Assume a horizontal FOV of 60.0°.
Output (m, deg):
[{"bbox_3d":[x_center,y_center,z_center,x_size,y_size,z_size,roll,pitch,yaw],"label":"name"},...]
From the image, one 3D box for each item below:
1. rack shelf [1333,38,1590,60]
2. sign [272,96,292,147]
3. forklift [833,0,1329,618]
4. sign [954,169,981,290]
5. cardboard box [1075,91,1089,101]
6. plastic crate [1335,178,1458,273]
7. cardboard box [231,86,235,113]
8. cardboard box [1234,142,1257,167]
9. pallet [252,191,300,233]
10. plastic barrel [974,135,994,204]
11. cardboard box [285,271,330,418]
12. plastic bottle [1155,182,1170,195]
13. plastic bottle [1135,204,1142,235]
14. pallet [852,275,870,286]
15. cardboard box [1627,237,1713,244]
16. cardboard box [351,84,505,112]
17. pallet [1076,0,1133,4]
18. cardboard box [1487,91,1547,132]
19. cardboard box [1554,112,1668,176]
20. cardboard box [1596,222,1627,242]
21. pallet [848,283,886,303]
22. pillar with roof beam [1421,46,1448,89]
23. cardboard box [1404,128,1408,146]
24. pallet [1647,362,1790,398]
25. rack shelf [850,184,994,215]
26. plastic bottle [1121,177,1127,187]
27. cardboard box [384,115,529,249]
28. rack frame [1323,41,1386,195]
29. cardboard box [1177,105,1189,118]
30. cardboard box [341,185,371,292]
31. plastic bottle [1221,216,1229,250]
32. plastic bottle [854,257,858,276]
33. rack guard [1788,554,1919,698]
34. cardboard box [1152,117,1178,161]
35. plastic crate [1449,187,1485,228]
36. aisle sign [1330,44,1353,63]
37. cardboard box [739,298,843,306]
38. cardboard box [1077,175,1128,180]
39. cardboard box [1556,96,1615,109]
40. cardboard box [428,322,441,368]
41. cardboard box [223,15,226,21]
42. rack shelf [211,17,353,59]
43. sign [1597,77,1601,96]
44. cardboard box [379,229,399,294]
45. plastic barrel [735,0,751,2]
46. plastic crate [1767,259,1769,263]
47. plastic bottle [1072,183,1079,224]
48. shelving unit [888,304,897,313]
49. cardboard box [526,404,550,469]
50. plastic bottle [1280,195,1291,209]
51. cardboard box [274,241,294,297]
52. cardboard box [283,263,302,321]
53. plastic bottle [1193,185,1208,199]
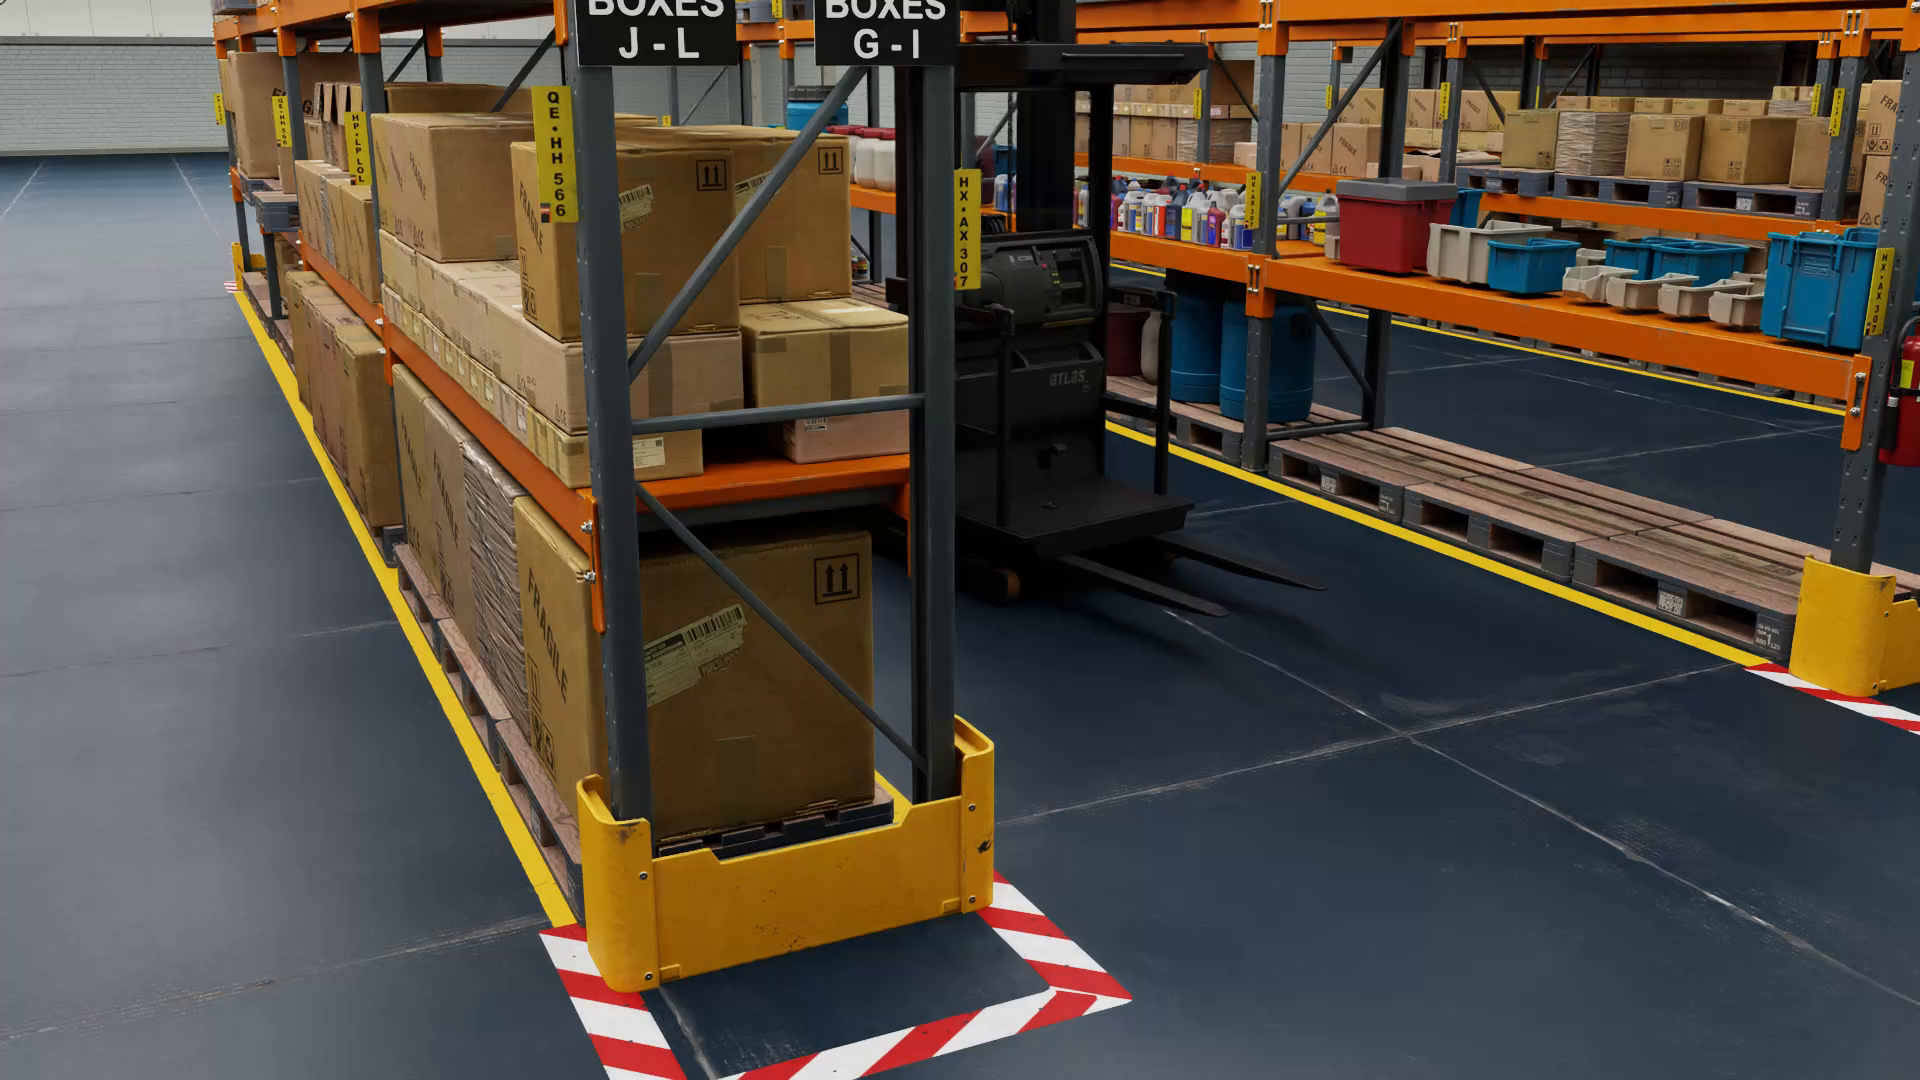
[{"bbox_3d":[6.735,-6.695,22.507,1.077,0.370,4.000,-8,18,-25],"label":"rack shelf"},{"bbox_3d":[-4.478,-2.766,10.995,0.100,0.325,0.005,-8,18,-25],"label":"sign"},{"bbox_3d":[0.437,-1.269,7.858,1.130,2.935,3.031,-12,20,-35],"label":"forklift"},{"bbox_3d":[0.012,-0.851,4.566,0.100,0.325,0.005,-8,18,-25],"label":"sign"},{"bbox_3d":[1.859,-5.906,21.361,0.700,0.500,0.500,-8,18,-26],"label":"cardboard box"},{"bbox_3d":[2.376,-1.730,9.115,0.402,0.464,0.583,-8,18,-25],"label":"plastic crate"},{"bbox_3d":[-6.630,-4.305,15.780,0.500,0.500,0.500,-8,18,-25],"label":"cardboard box"},{"bbox_3d":[3.415,-4.314,18.618,0.500,0.250,0.500,-6,17,-21],"label":"cardboard box"},{"bbox_3d":[-4.402,-2.387,11.977,1.213,0.211,1.003,-8,18,-25],"label":"pallet"},{"bbox_3d":[-0.018,-3.057,13.720,0.600,0.536,0.708,-8,18,-25],"label":"plastic barrel"},{"bbox_3d":[-3.711,-1.322,11.010,1.225,0.875,0.875,-9,18,-27],"label":"cardboard box"},{"bbox_3d":[1.471,-2.462,12.104,0.061,0.283,0.133,-8,18,-25],"label":"plastic bottle"},{"bbox_3d":[1.232,-2.159,11.198,0.097,0.201,0.097,0,16,0],"label":"plastic bottle"},{"bbox_3d":[-1.551,-2.737,17.904,1.003,0.211,1.213,-8,18,-25],"label":"pallet"},{"bbox_3d":[6.013,-2.412,14.091,0.500,0.250,0.500,-8,18,-26],"label":"cardboard box"},{"bbox_3d":[-2.820,-2.182,8.918,0.797,0.503,0.637,-7,18,-24],"label":"cardboard box"},{"bbox_3d":[1.279,-3.736,11.237,1.003,0.211,1.213,-8,18,-25],"label":"pallet"},{"bbox_3d":[7.126,-5.480,21.286,0.500,0.500,0.500,-8,18,-25],"label":"cardboard box"},{"bbox_3d":[5.518,-3.369,14.109,0.700,0.500,0.500,-4,17,-14],"label":"cardboard box"},{"bbox_3d":[8.220,-3.810,20.324,0.700,0.500,0.500,-8,18,-26],"label":"cardboard box"},{"bbox_3d":[-0.916,-2.375,16.644,1.003,0.211,1.213,-8,18,-25],"label":"pallet"},{"bbox_3d":[3.073,-8.389,21.669,9.100,9.000,0.400,-8,18,-25],"label":"pillar with roof beam"},{"bbox_3d":[6.245,-5.619,23.127,0.500,0.250,0.500,-8,18,-26],"label":"cardboard box"},{"bbox_3d":[6.274,-1.376,13.164,1.003,0.211,1.213,-8,18,-25],"label":"pallet"},{"bbox_3d":[-0.418,-3.064,15.293,1.077,0.370,4.000,-8,18,-25],"label":"rack shelf"},{"bbox_3d":[1.239,-2.667,12.839,0.097,0.271,0.097,0,16,0],"label":"plastic bottle"},{"bbox_3d":[-2.053,-1.482,6.850,0.500,0.500,0.500,-8,18,-25],"label":"cardboard box"},{"bbox_3d":[5.859,-6.094,24.550,1.000,3.000,0.127,-8,18,-25],"label":"rack frame"},{"bbox_3d":[2.742,-4.966,19.260,0.380,0.149,0.250,-8,18,-26],"label":"cardboard box"},{"bbox_3d":[-2.903,-1.578,8.630,0.500,0.500,0.500,-7,17,-23],"label":"cardboard box"},{"bbox_3d":[1.672,-1.910,10.330,0.097,0.201,0.097,0,16,0],"label":"plastic bottle"},{"bbox_3d":[-1.085,-2.929,17.795,0.097,0.201,0.097,0,16,0],"label":"plastic bottle"},{"bbox_3d":[3.985,0.276,6.883,1.175,0.500,0.348,-8,18,-25],"label":"rack guard"},{"bbox_3d":[2.723,-4.790,19.825,0.700,0.500,0.500,-8,18,-25],"label":"cardboard box"},{"bbox_3d":[2.721,-1.868,9.744,0.392,0.384,0.575,-8,18,-25],"label":"plastic crate"},{"bbox_3d":[5.558,-7.326,24.127,0.394,0.787,0.004,-8,18,-25],"label":"aisle sign"},{"bbox_3d":[-0.691,-0.682,5.422,0.500,0.250,0.500,-8,18,-26],"label":"cardboard box"},{"bbox_3d":[1.910,-4.639,22.341,0.500,0.500,0.500,-8,18,-25],"label":"cardboard box"},{"bbox_3d":[7.804,-5.232,20.565,0.700,0.500,0.500,-8,18,-25],"label":"cardboard box"},{"bbox_3d":[-1.843,-0.768,6.443,0.380,0.149,0.250,-7,18,-24],"label":"cardboard box"},{"bbox_3d":[-6.843,-5.139,16.054,0.500,0.250,0.500,-7,17,-23],"label":"cardboard box"},{"bbox_3d":[-6.623,-4.899,16.250,1.077,0.370,4.000,-8,18,-25],"label":"rack shelf"},{"bbox_3d":[8.109,-5.727,21.171,0.100,0.325,0.005,-8,18,-25],"label":"sign"},{"bbox_3d":[-2.272,-1.246,7.387,0.500,0.250,0.500,-8,18,-26],"label":"cardboard box"},{"bbox_3d":[-2.433,-6.364,18.949,0.600,0.588,0.600,0,16,0],"label":"plastic barrel"},{"bbox_3d":[3.862,-1.143,7.489,0.416,0.233,0.300,-8,18,-25],"label":"plastic crate"},{"bbox_3d":[0.822,-2.419,11.954,0.061,0.283,0.133,-8,18,-25],"label":"plastic bottle"},{"bbox_3d":[-0.846,-0.856,9.695,0.538,1.125,1.048,-10,19,-32],"label":"shelving unit"},{"bbox_3d":[-1.057,-0.323,4.895,0.380,0.149,0.250,-7,18,-24],"label":"cardboard box"},{"bbox_3d":[2.163,-2.144,11.016,0.097,0.271,0.097,0,16,0],"label":"plastic bottle"},{"bbox_3d":[-6.486,-2.697,16.481,0.500,0.500,0.500,-9,19,-30],"label":"cardboard box"},{"bbox_3d":[-5.497,-2.162,14.581,0.700,0.500,0.500,-9,18,-29],"label":"cardboard box"},{"bbox_3d":[1.562,-2.150,10.893,0.144,0.351,0.185,-8,18,-25],"label":"plastic bottle"}]
